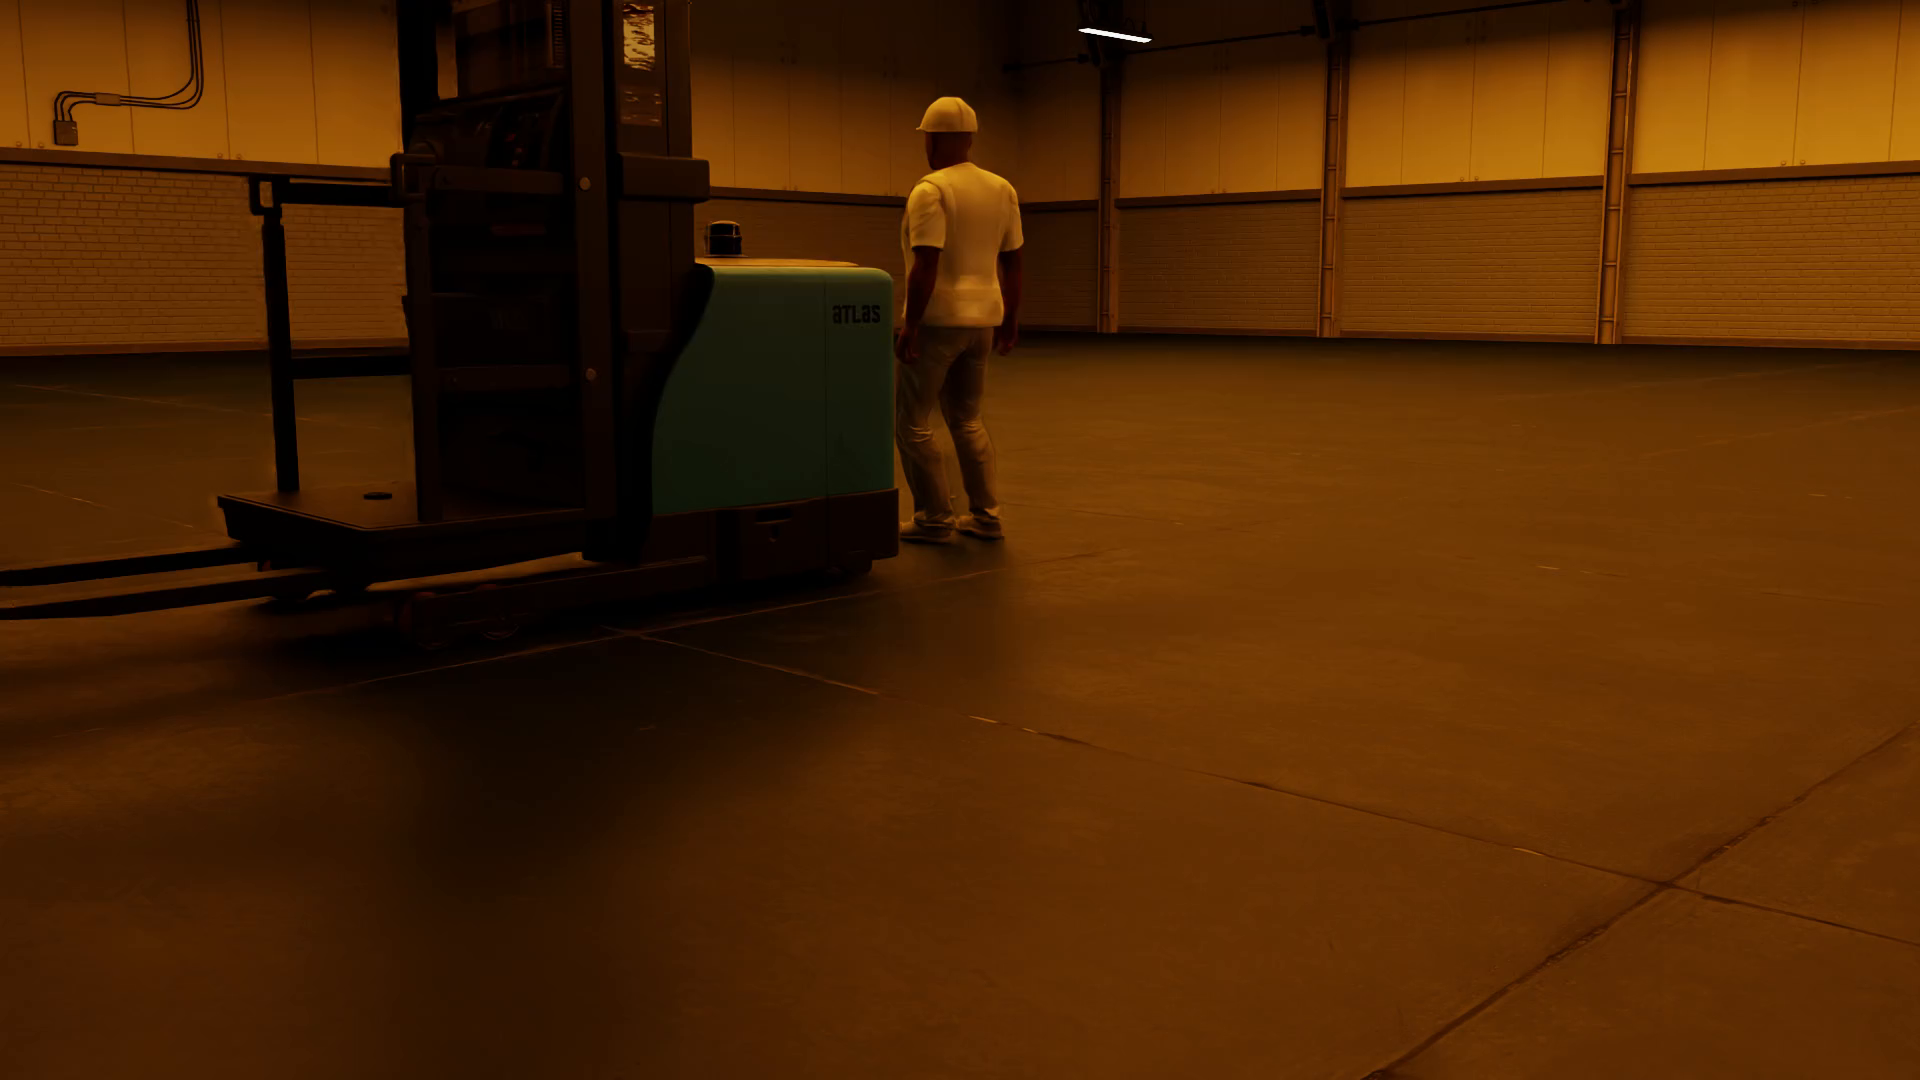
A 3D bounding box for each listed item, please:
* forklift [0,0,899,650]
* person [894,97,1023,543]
[{"bbox_3d":[-1.630,-1.226,5.018,3.031,2.935,1.130,-8,12,-43],"label":"forklift"},{"bbox_3d":[-0.046,-0.863,6.644,0.654,1.751,0.425,-8,12,-44],"label":"person"}]
